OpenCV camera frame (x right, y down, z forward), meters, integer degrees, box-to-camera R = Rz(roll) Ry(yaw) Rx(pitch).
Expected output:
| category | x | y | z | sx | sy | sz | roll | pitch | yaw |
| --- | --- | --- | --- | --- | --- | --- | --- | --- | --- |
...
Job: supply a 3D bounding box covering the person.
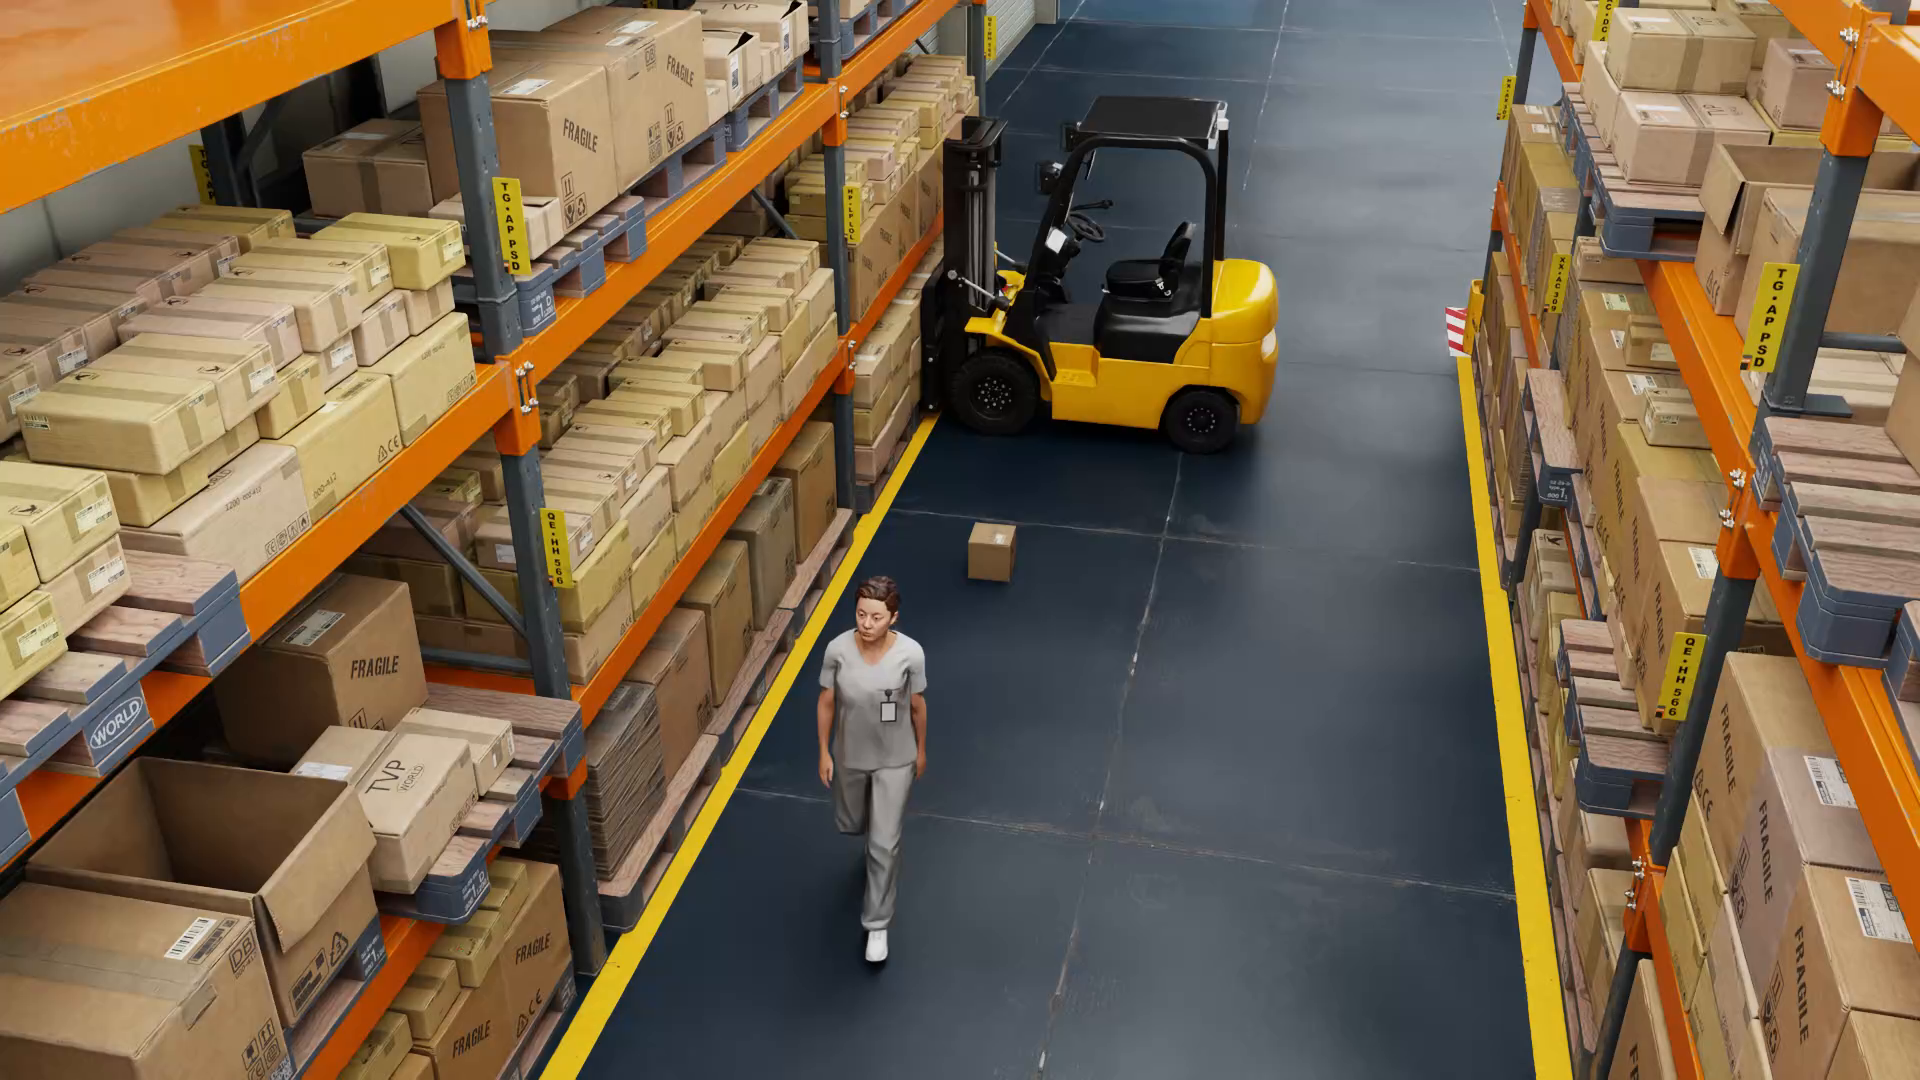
| category | x | y | z | sx | sy | sz | roll | pitch | yaw |
| --- | --- | --- | --- | --- | --- | --- | --- | --- | --- |
| person | -0.365 | 0.878 | 7.010 | 0.451 | 1.640 | 0.869 | 4 | 29 | 8 |
